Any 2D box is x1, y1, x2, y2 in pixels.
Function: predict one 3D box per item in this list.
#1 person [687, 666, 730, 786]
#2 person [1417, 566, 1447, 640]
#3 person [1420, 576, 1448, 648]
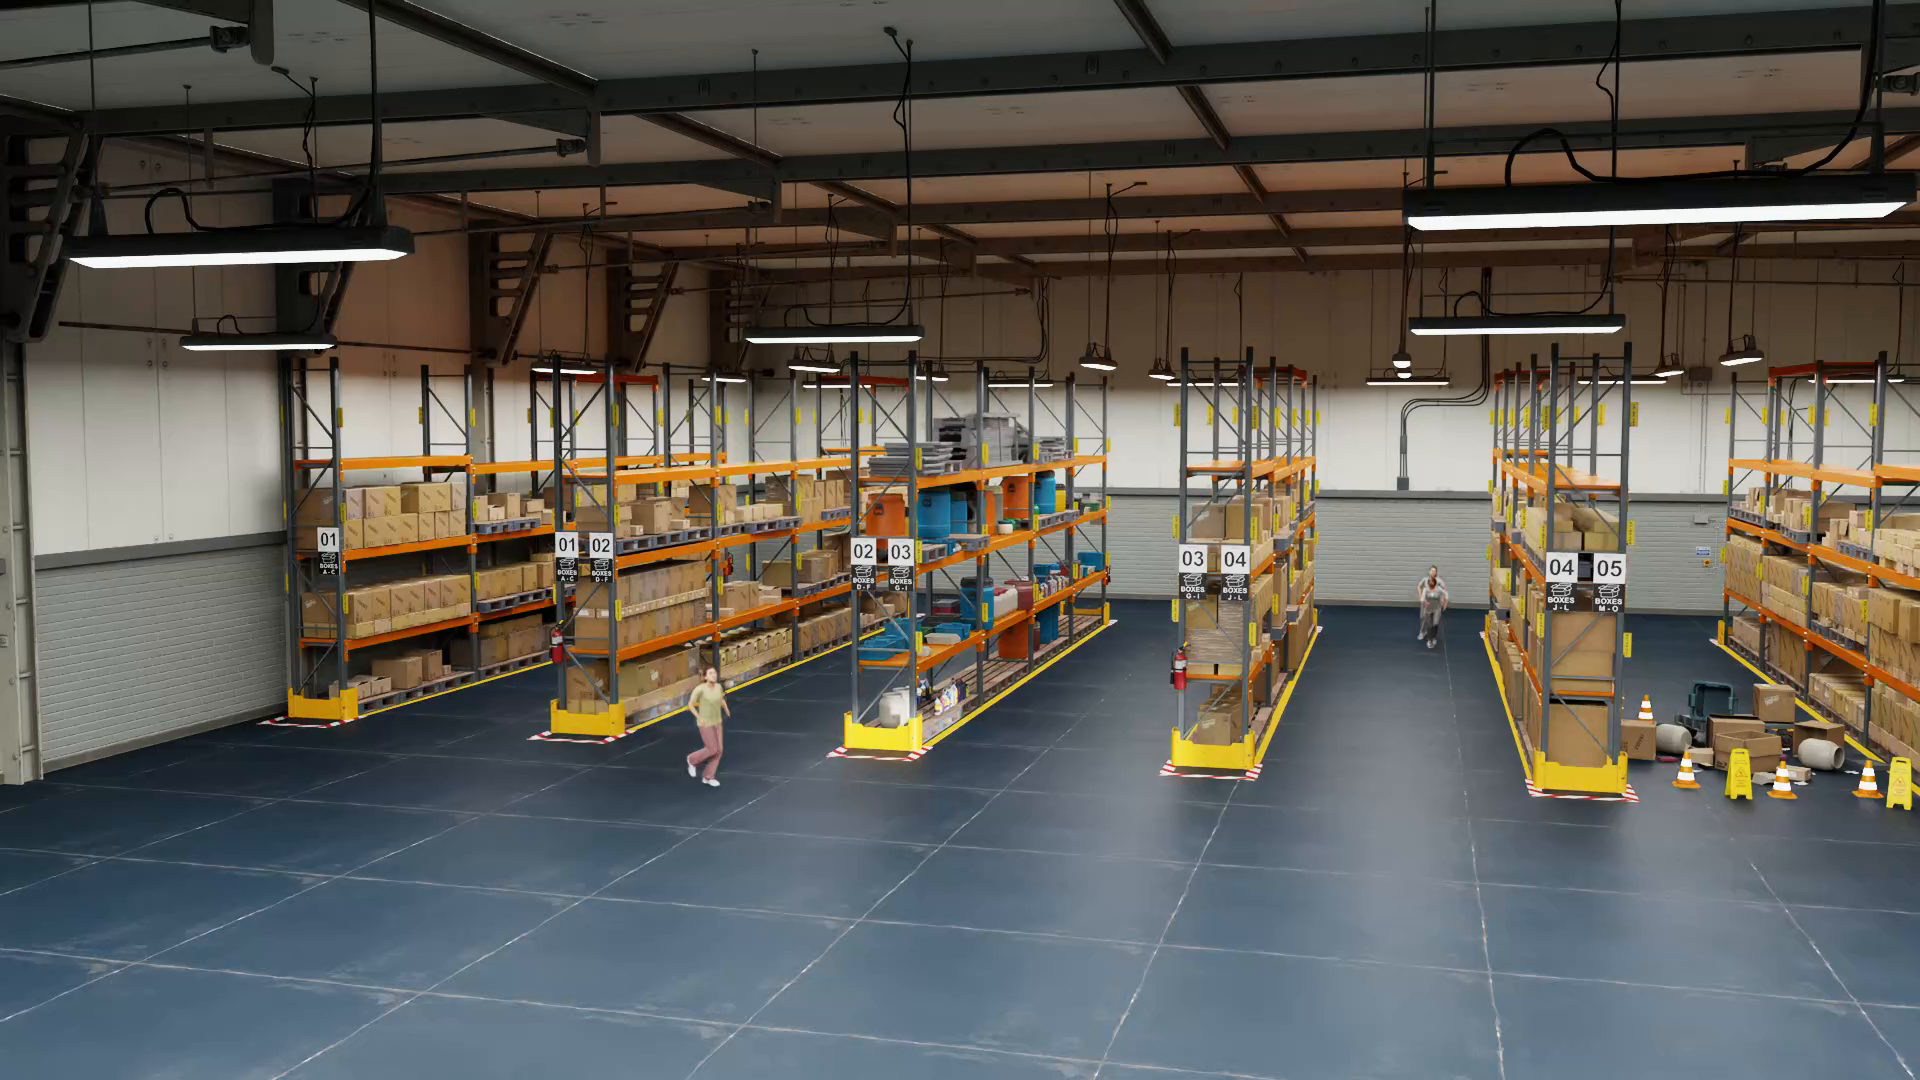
[{"bbox_3d":[-3.429,2.525,22.764,0.576,1.639,0.574,4,6,43],"label":"person"},{"bbox_3d":[10.623,1.414,37.605,0.611,1.675,0.713,3,5,38],"label":"person"},{"bbox_3d":[10.239,1.569,35.937,0.551,1.533,0.790,2,5,24],"label":"person"}]
